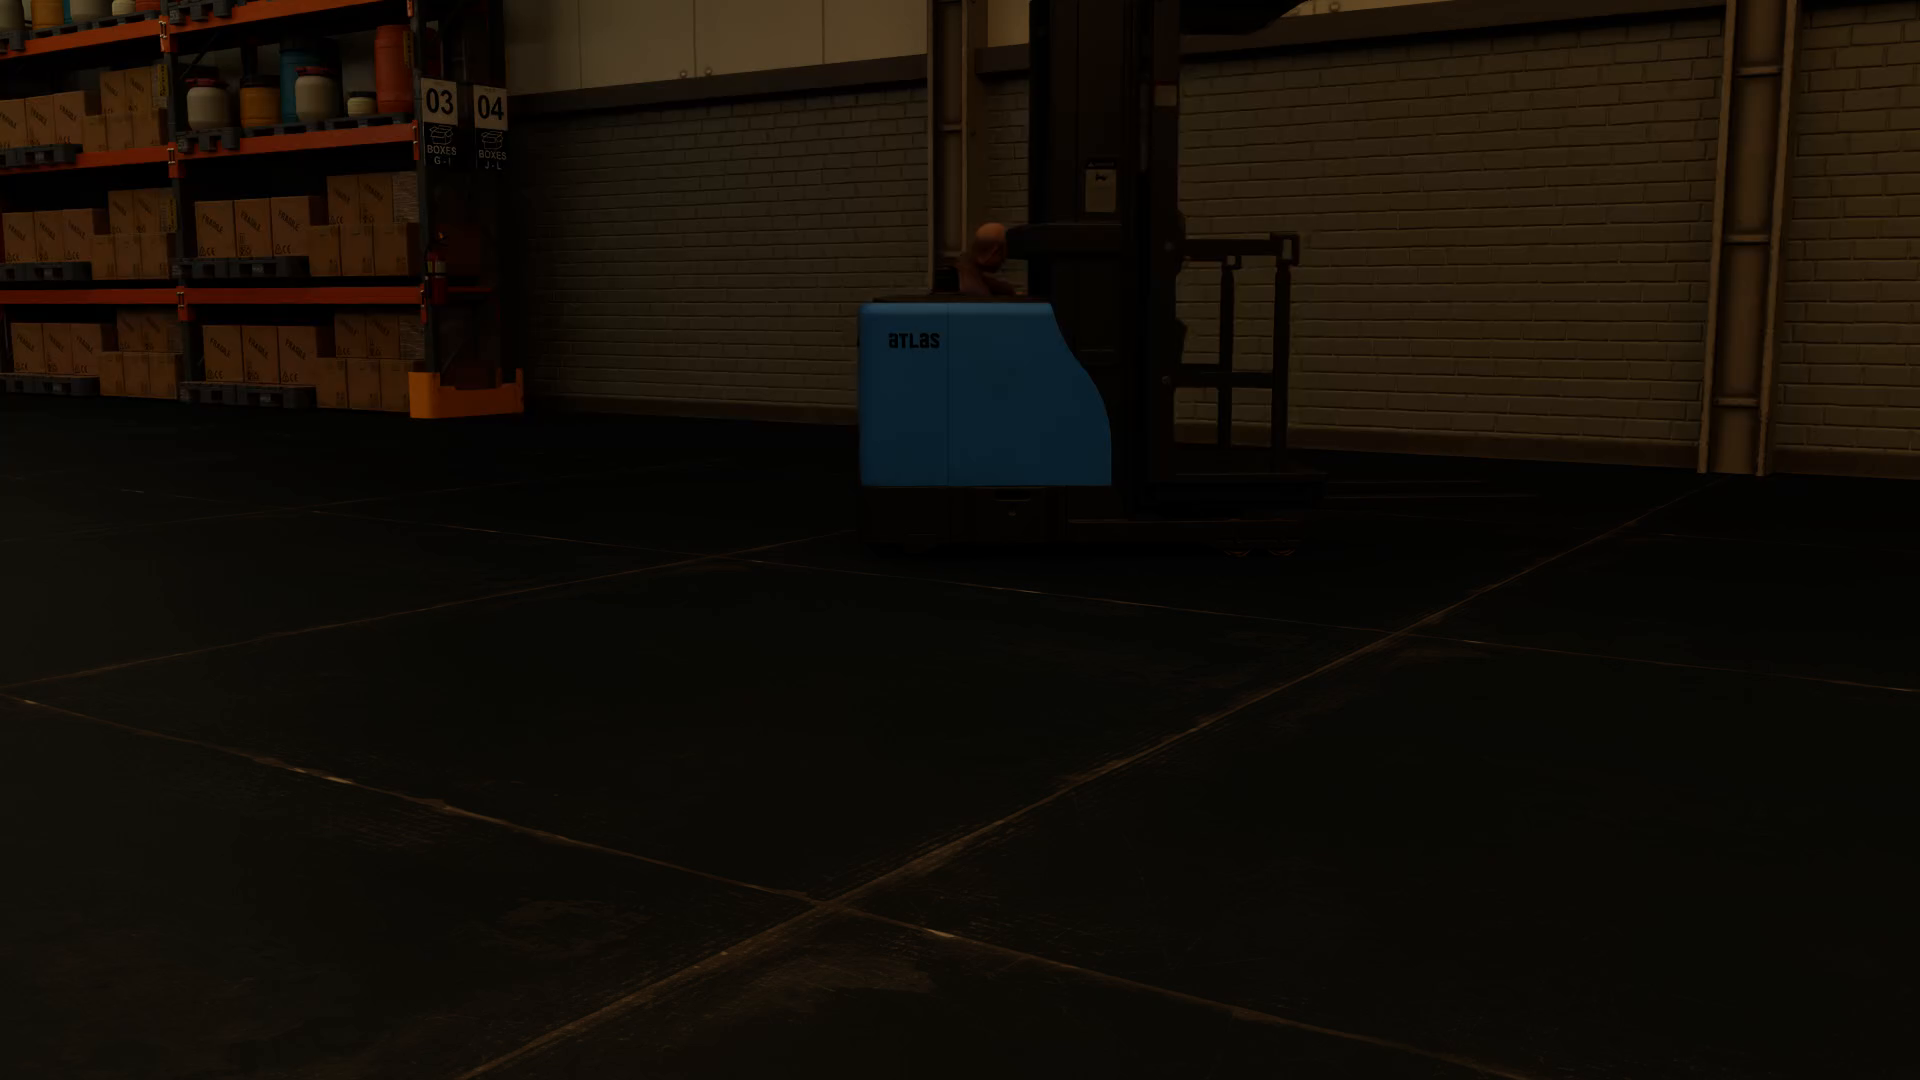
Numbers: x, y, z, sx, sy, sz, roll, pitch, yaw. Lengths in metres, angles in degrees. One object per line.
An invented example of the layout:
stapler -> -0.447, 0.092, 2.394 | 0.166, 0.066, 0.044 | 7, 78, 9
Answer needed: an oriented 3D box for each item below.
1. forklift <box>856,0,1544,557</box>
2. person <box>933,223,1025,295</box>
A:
forklift -> 1.053, -1.451, 7.399 | 3.031, 2.935, 1.130 | -1, 8, -4
person -> 0.155, -0.899, 8.632 | 0.807, 1.480, 1.625 | -1, 8, -6
